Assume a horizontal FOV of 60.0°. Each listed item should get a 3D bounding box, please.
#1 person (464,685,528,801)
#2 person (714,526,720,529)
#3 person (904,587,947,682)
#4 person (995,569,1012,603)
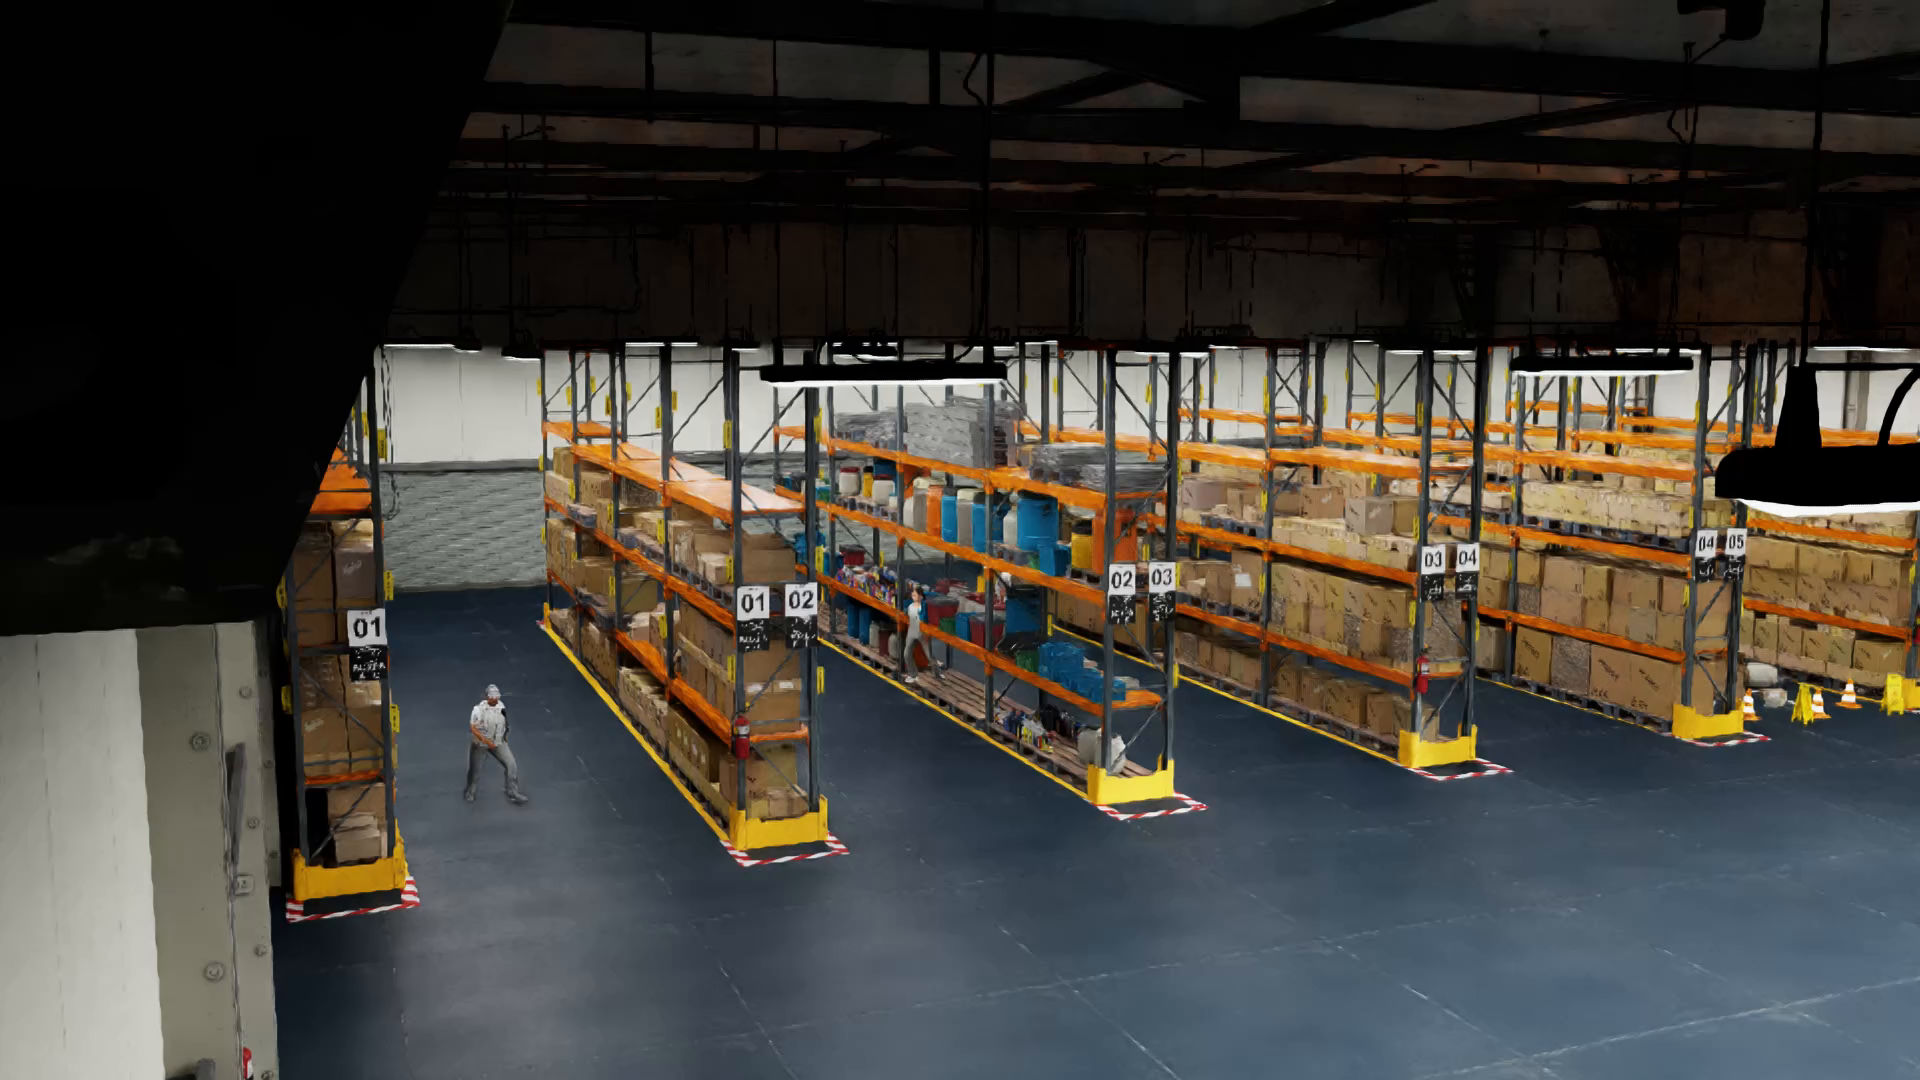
[{"bbox_3d":[-6.219,2.676,22.050,0.661,1.599,0.805,-6,10,-39],"label":"person"},{"bbox_3d":[-5.769,0.495,38.723,0.547,1.635,0.546,5,9,31],"label":"person"},{"bbox_3d":[-0.587,1.617,28.539,0.664,1.637,0.565,3,8,23],"label":"person"},{"bbox_3d":[0.812,1.214,32.472,0.576,1.785,0.658,1,7,4],"label":"person"}]
